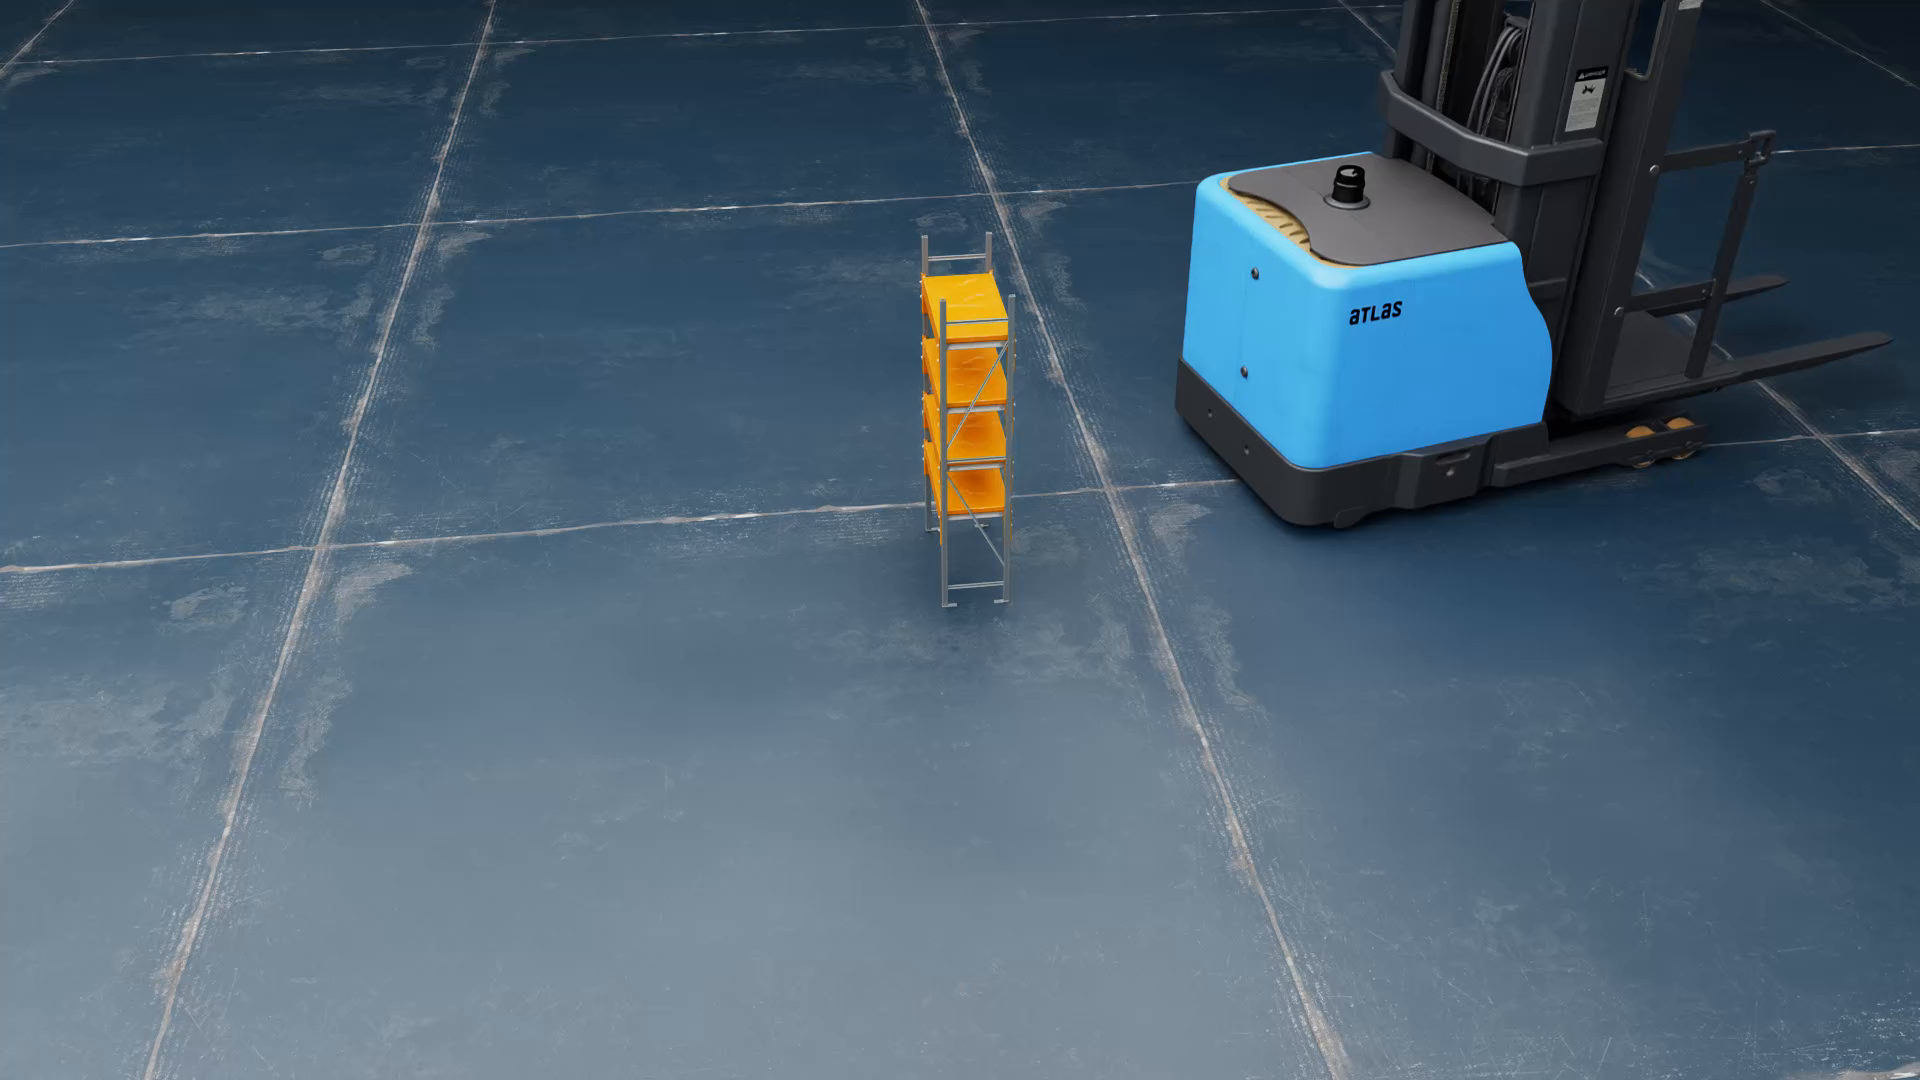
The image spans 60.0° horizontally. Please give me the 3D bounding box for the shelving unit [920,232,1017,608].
[{"bbox_3d":[0.022,-0.403,5.777,0.258,1.200,0.503,-4,35,-6],"label":"shelving unit"}]

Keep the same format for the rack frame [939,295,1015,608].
[{"bbox_3d":[0.055,-0.267,5.577,0.240,1.200,0.015,-4,35,-6],"label":"rack frame"}]

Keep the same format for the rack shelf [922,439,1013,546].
[{"bbox_3d":[0.022,-0.184,5.926,0.258,0.148,0.480,-4,35,-6],"label":"rack shelf"}]

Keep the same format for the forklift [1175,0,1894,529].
[{"bbox_3d":[2.467,-1.764,6.236,3.031,2.935,1.130,-12,36,-17],"label":"forklift"}]

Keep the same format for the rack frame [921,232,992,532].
[{"bbox_3d":[-0.011,-0.540,5.976,0.240,1.200,0.015,-4,35,-6],"label":"rack frame"}]

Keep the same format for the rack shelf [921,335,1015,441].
[{"bbox_3d":[0.022,-0.533,5.688,0.258,0.148,0.480,-4,35,-6],"label":"rack shelf"}]

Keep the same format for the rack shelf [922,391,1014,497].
[{"bbox_3d":[0.022,-0.348,5.814,0.258,0.148,0.480,-4,35,-6],"label":"rack shelf"}]

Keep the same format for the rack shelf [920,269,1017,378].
[{"bbox_3d":[0.022,-0.728,5.555,0.258,0.148,0.480,-4,35,-6],"label":"rack shelf"}]
